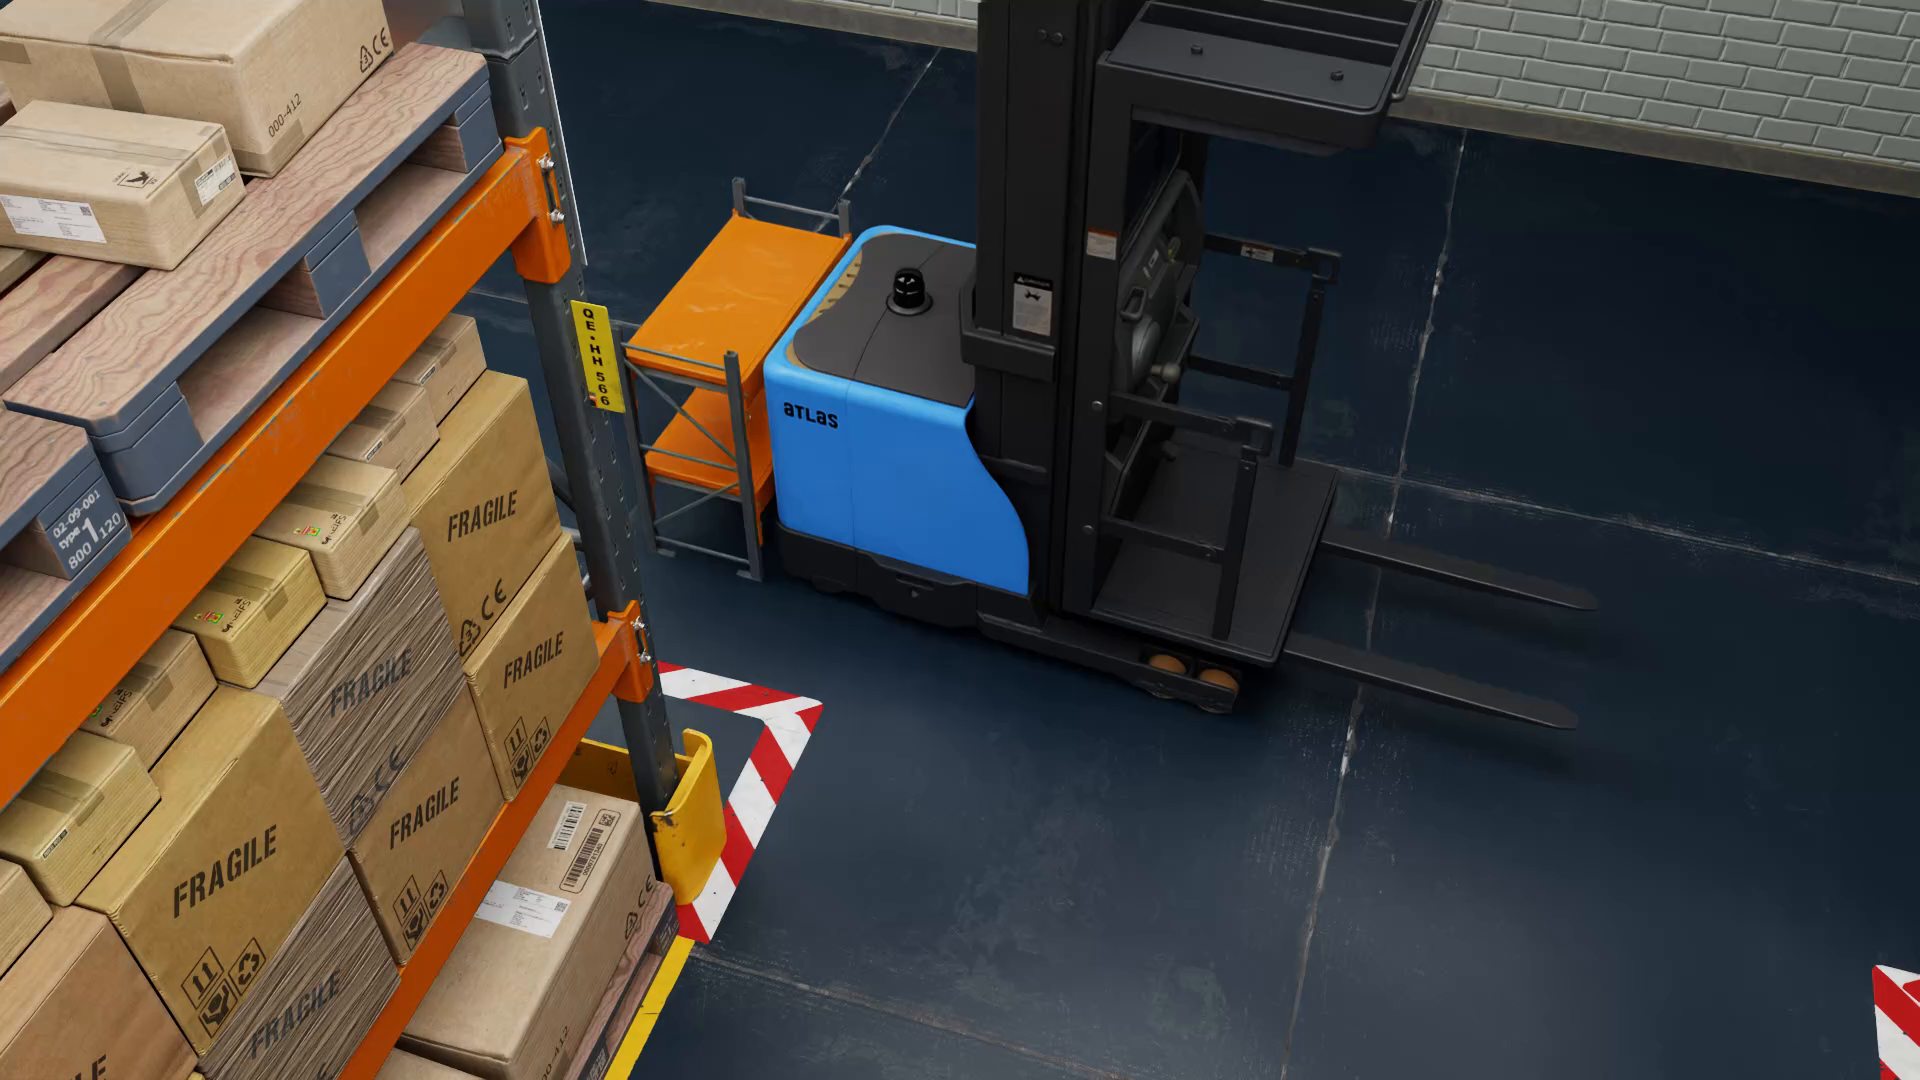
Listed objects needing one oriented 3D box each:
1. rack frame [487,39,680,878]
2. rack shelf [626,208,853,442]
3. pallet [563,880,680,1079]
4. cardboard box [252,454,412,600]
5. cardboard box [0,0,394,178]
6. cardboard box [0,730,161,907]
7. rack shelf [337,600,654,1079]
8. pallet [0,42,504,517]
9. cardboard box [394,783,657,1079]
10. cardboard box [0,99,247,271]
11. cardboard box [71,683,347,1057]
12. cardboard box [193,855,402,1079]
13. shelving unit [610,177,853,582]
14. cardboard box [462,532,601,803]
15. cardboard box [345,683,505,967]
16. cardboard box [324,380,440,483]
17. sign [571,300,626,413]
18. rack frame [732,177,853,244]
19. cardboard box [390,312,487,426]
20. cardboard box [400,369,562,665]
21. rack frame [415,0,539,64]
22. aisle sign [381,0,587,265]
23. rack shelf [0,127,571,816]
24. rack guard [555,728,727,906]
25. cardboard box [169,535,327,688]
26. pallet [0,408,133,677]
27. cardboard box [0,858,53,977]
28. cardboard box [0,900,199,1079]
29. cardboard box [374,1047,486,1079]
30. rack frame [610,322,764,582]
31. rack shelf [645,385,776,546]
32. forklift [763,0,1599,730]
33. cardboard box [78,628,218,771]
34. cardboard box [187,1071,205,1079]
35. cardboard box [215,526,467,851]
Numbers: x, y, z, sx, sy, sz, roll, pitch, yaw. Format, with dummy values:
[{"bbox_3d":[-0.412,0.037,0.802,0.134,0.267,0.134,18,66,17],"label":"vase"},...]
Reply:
[{"bbox_3d":[-1.398,-0.070,4.677,1.000,3.000,0.127,13,46,13],"label":"rack frame"},{"bbox_3d":[-0.841,-0.848,6.394,0.538,0.278,1.000,14,46,14],"label":"rack shelf"},{"bbox_3d":[-1.566,1.476,5.091,1.003,0.211,1.213,13,46,13],"label":"pallet"},{"bbox_3d":[-1.368,-0.050,3.406,0.380,0.149,0.250,12,46,12],"label":"cardboard box"},{"bbox_3d":[-1.449,-0.956,3.173,0.500,0.250,0.500,9,45,9],"label":"cardboard box"},{"bbox_3d":[-1.650,0.448,2.897,0.380,0.149,0.250,14,46,13],"label":"cardboard box"},{"bbox_3d":[-2.004,1.520,3.567,1.077,0.370,4.000,13,46,13],"label":"rack shelf"},{"bbox_3d":[-1.613,-0.614,3.152,1.003,0.211,1.213,13,46,13],"label":"pallet"},{"bbox_3d":[-1.503,1.156,4.955,0.875,0.438,0.875,11,45,11],"label":"cardboard box"},{"bbox_3d":[-1.500,-0.623,2.905,0.380,0.149,0.250,9,45,9],"label":"cardboard box"},{"bbox_3d":[-1.601,0.592,3.214,0.500,0.500,0.500,12,46,12],"label":"cardboard box"},{"bbox_3d":[-1.605,0.948,3.565,0.500,0.500,0.500,14,46,14],"label":"cardboard box"},{"bbox_3d":[-0.841,-0.639,6.599,0.538,1.125,1.048,14,46,14],"label":"shelving unit"},{"bbox_3d":[-1.292,0.271,4.256,0.500,0.500,0.500,13,46,13],"label":"cardboard box"},{"bbox_3d":[-1.459,0.603,3.918,0.500,0.500,0.500,12,46,12],"label":"cardboard box"},{"bbox_3d":[-1.370,-0.239,3.600,0.380,0.149,0.250,13,46,13],"label":"cardboard box"},{"bbox_3d":[-0.885,-0.445,4.063,0.100,0.325,0.005,13,46,13],"label":"sign"},{"bbox_3d":[-0.666,-0.973,6.940,0.500,1.125,0.032,14,46,14],"label":"rack frame"},{"bbox_3d":[-1.316,-0.414,3.778,0.380,0.149,0.250,13,46,13],"label":"cardboard box"},{"bbox_3d":[-1.318,-0.092,3.913,0.500,0.500,0.500,14,46,14],"label":"cardboard box"},{"bbox_3d":[-1.398,-2.215,2.579,1.000,3.000,0.127,13,46,13],"label":"rack frame"},{"bbox_3d":[-1.081,-0.982,3.750,0.394,0.787,0.004,13,46,13],"label":"aisle sign"},{"bbox_3d":[-2.004,0.448,2.517,1.077,0.370,4.000,13,46,13],"label":"rack shelf"},{"bbox_3d":[-1.391,0.807,5.568,1.175,0.500,0.348,13,46,13],"label":"rack guard"},{"bbox_3d":[-1.484,0.110,3.243,0.380,0.149,0.250,14,46,13],"label":"cardboard box"},{"bbox_3d":[-1.981,0.202,2.318,1.003,0.211,1.213,13,46,13],"label":"pallet"},{"bbox_3d":[-1.748,0.619,2.722,0.380,0.149,0.250,14,46,14],"label":"cardboard box"},{"bbox_3d":[-1.755,0.927,2.872,0.500,0.500,0.500,12,46,12],"label":"cardboard box"},{"bbox_3d":[-1.772,1.768,4.330,0.875,0.438,0.875,14,46,14],"label":"cardboard box"},{"bbox_3d":[-1.016,-0.305,6.258,0.500,1.125,0.032,14,46,14],"label":"rack frame"},{"bbox_3d":[-0.841,-0.464,6.770,0.538,0.278,1.000,14,46,14],"label":"rack shelf"},{"bbox_3d":[0.854,-0.837,5.510,3.031,2.935,1.130,15,46,15],"label":"forklift"},{"bbox_3d":[-1.630,0.269,3.080,0.380,0.149,0.250,12,46,12],"label":"cardboard box"},{"bbox_3d":[-1.749,1.295,3.211,0.500,0.500,0.500,14,46,14],"label":"cardboard box"},{"bbox_3d":[-1.448,0.263,3.550,0.500,0.500,0.500,13,46,13],"label":"cardboard box"}]
